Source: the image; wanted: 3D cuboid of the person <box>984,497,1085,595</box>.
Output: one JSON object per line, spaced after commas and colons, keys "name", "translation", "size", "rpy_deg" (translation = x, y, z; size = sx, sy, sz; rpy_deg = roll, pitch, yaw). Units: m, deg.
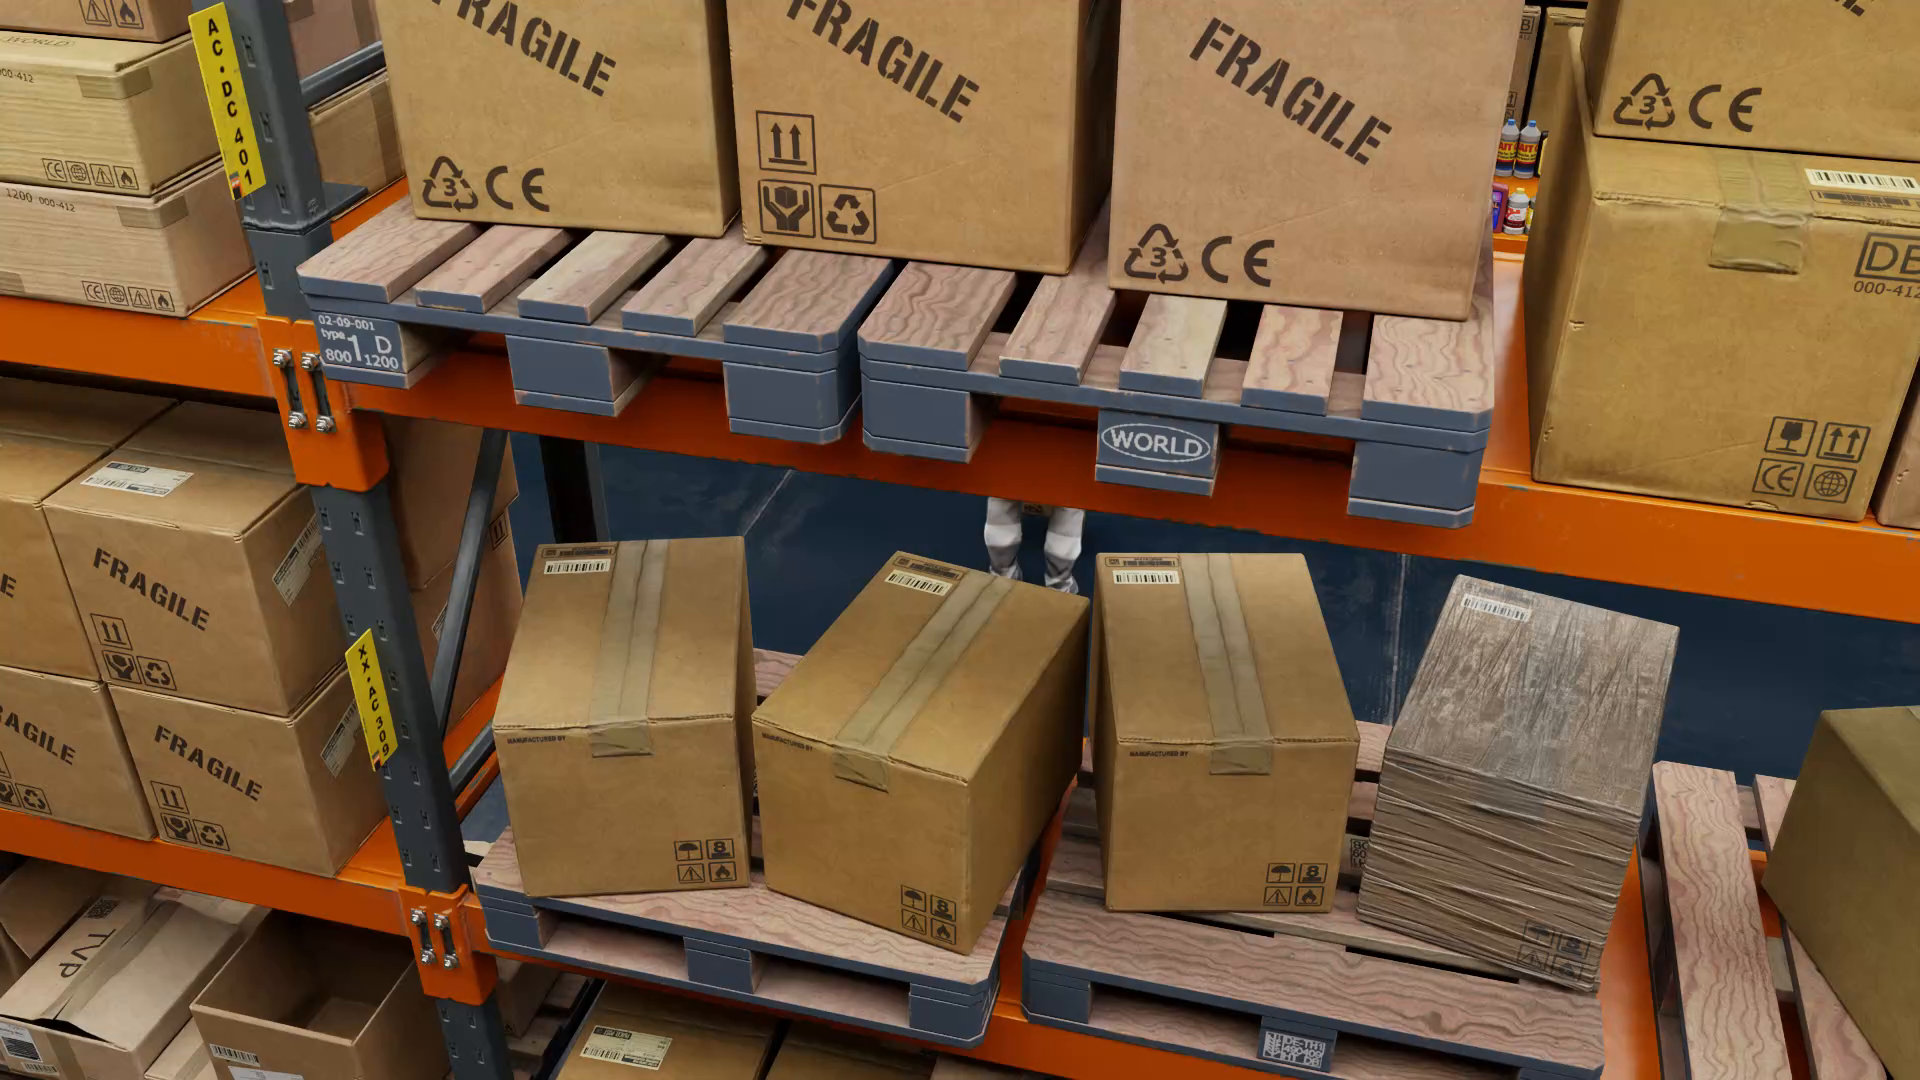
{"name": "person", "translation": [0.295, -0.474, 6.975], "size": [0.560, 1.666, 0.558], "rpy_deg": [9, 34, 13]}
